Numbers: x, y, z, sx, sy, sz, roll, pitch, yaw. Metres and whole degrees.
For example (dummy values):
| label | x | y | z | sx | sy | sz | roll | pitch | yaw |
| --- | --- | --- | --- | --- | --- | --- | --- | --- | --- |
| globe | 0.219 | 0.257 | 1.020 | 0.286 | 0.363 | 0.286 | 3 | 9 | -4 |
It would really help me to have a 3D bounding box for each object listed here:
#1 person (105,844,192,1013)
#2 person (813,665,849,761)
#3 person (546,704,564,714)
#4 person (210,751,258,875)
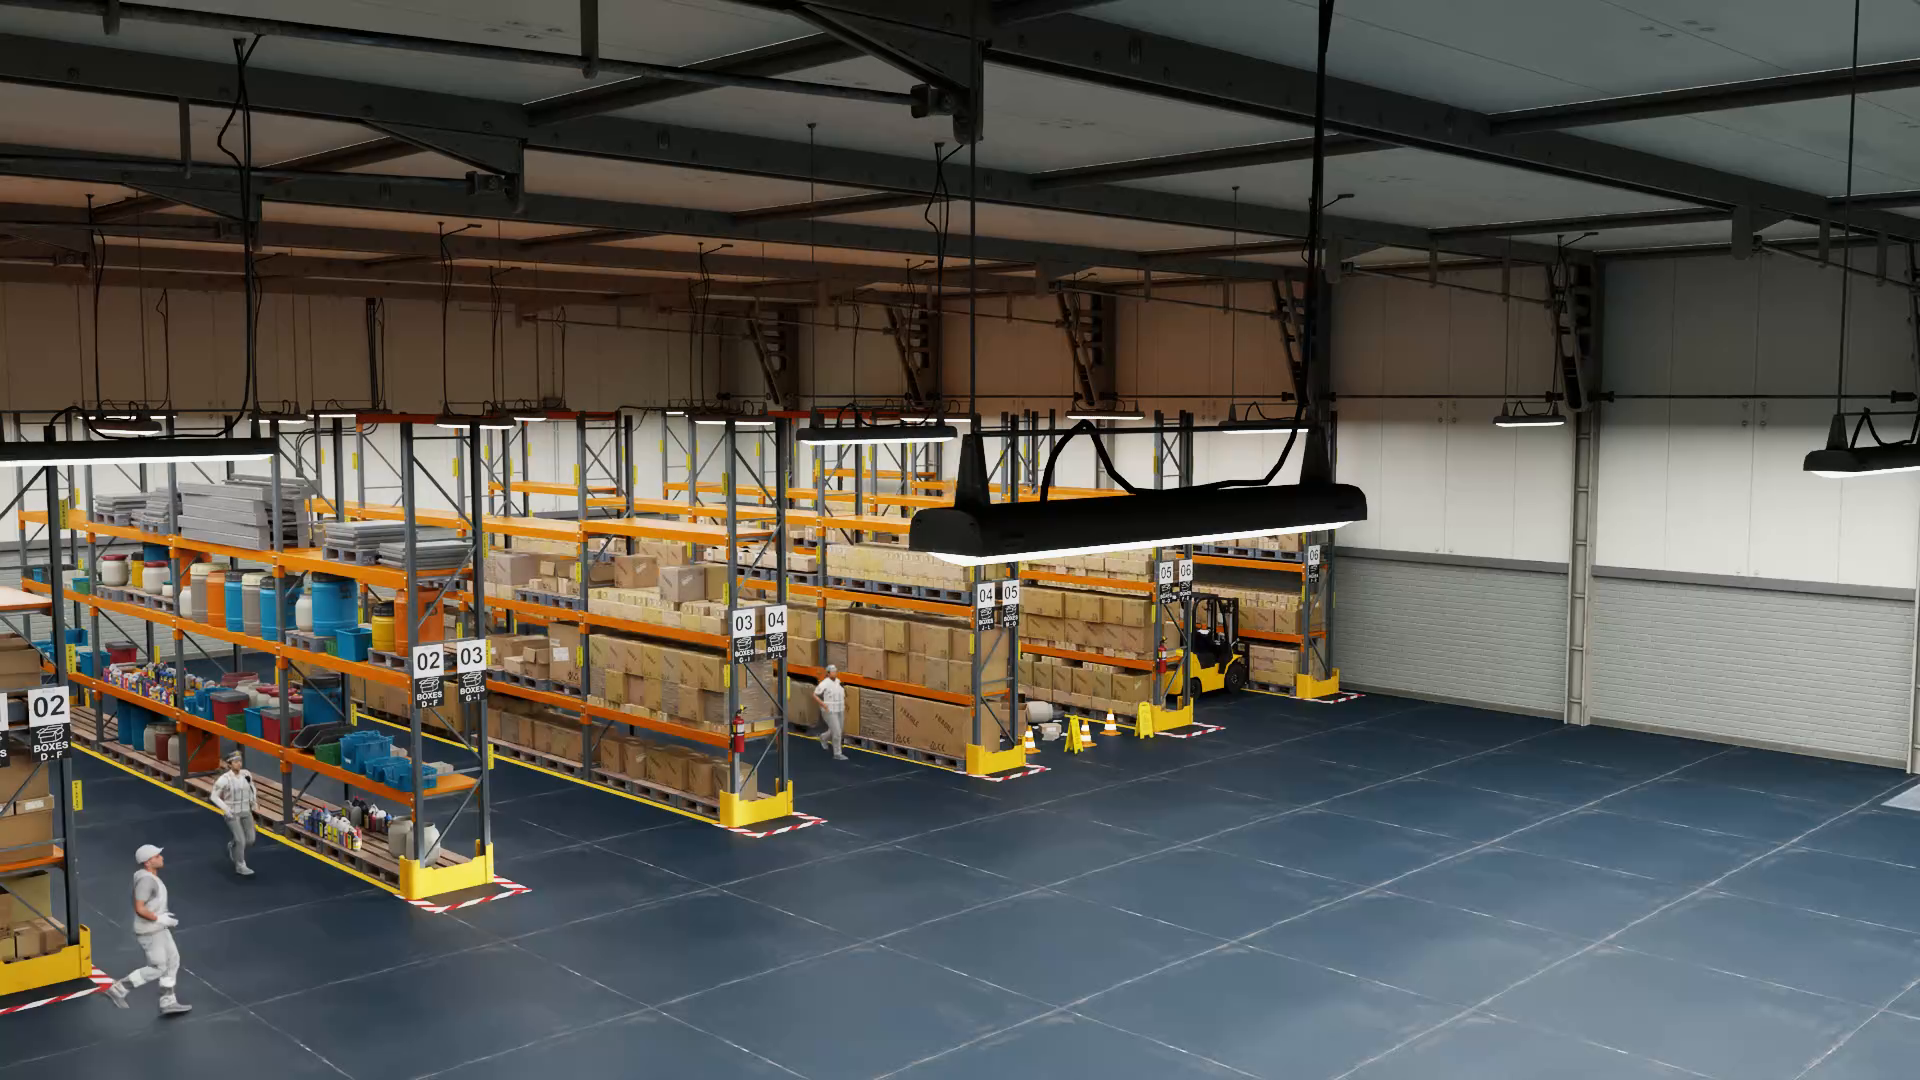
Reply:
| label | x | y | z | sx | sy | sz | roll | pitch | yaw |
| --- | --- | --- | --- | --- | --- | --- | --- | --- | --- |
| person | -8.307 | 3.983 | 16.976 | 0.794 | 1.760 | 0.673 | -2 | 5 | -24 |
| person | -2.245 | 2.991 | 29.066 | 0.823 | 1.634 | 0.620 | 4 | 7 | 41 |
| person | -7.847 | 2.621 | 32.352 | 0.695 | 1.767 | 0.942 | -5 | 7 | -43 |
| person | -9.594 | 3.593 | 22.014 | 0.599 | 1.653 | 0.606 | 4 | 6 | 35 |
